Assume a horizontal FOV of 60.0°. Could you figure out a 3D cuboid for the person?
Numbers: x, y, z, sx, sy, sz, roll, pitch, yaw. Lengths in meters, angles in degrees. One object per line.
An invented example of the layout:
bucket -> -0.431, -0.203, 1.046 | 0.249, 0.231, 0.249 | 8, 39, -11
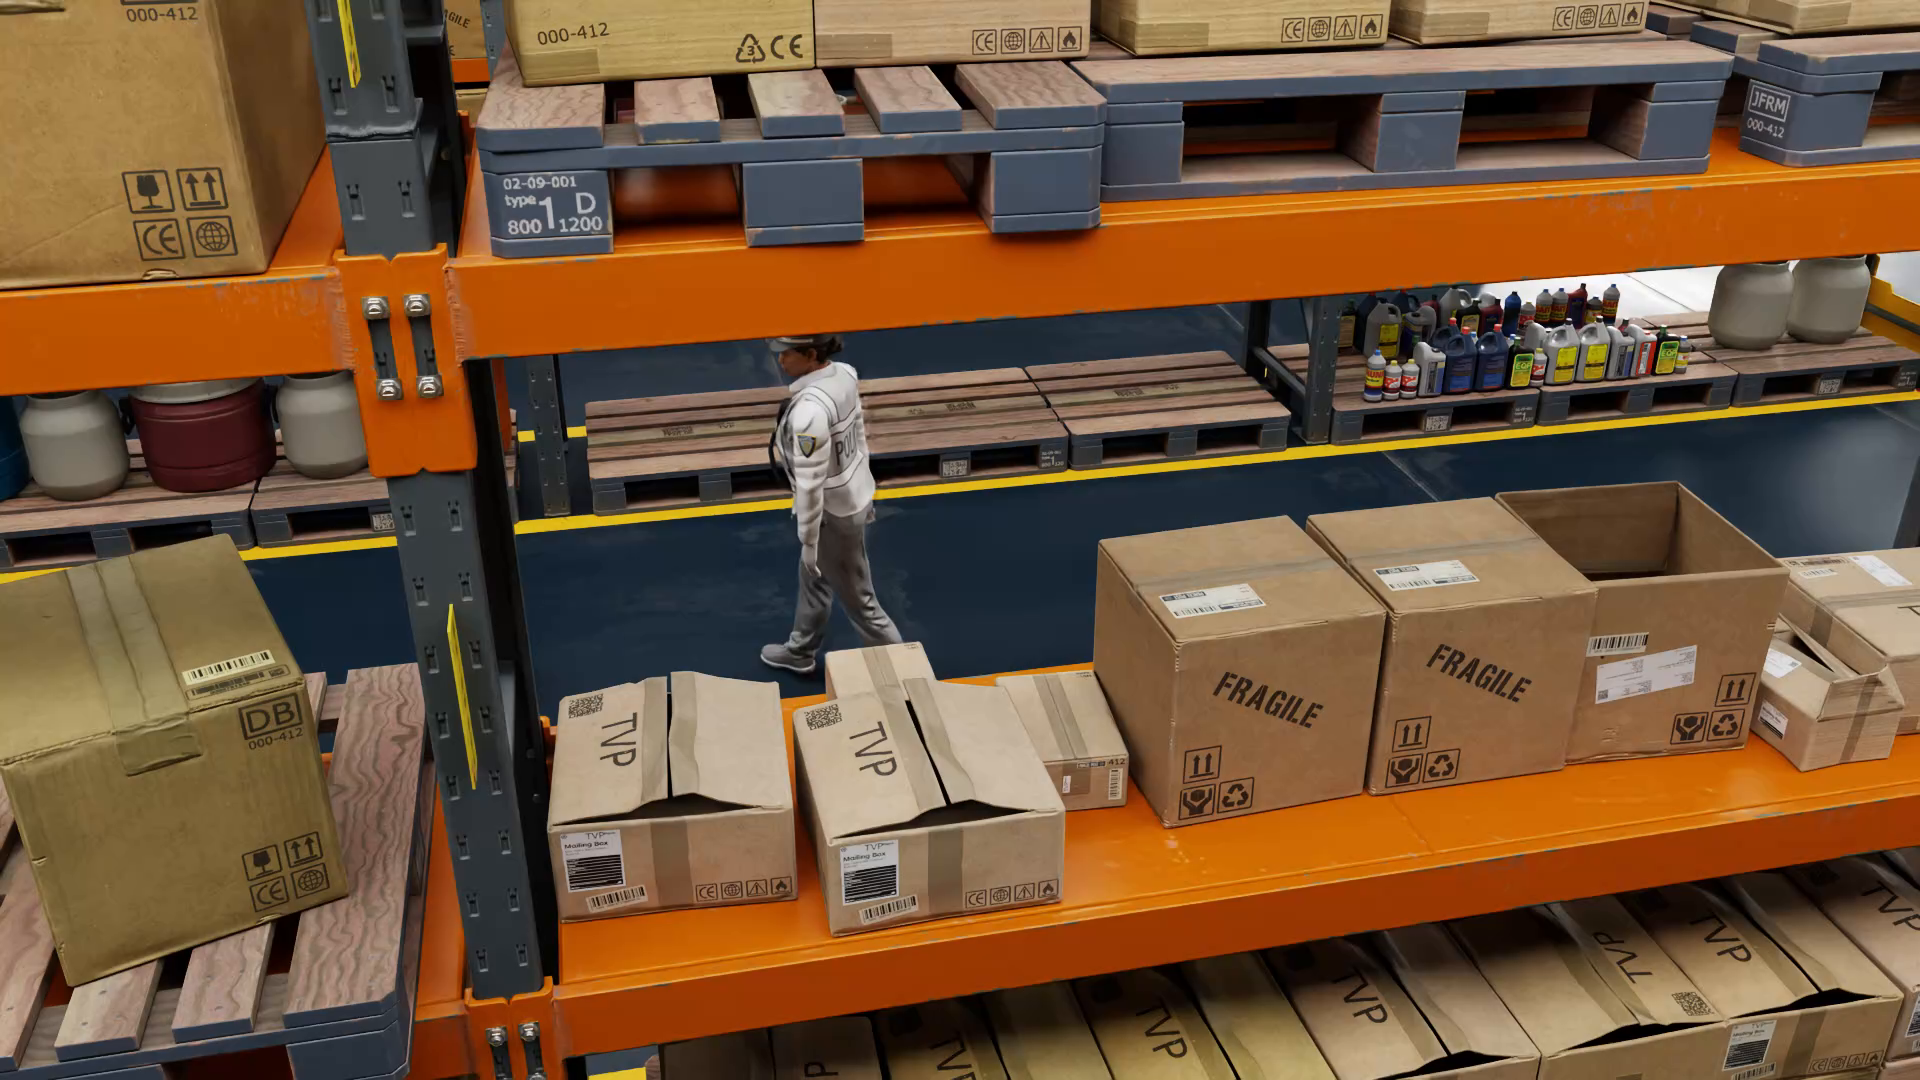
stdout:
person -> -0.511, -0.106, 6.318 | 0.760, 1.647, 0.567 | 6, 27, 11
